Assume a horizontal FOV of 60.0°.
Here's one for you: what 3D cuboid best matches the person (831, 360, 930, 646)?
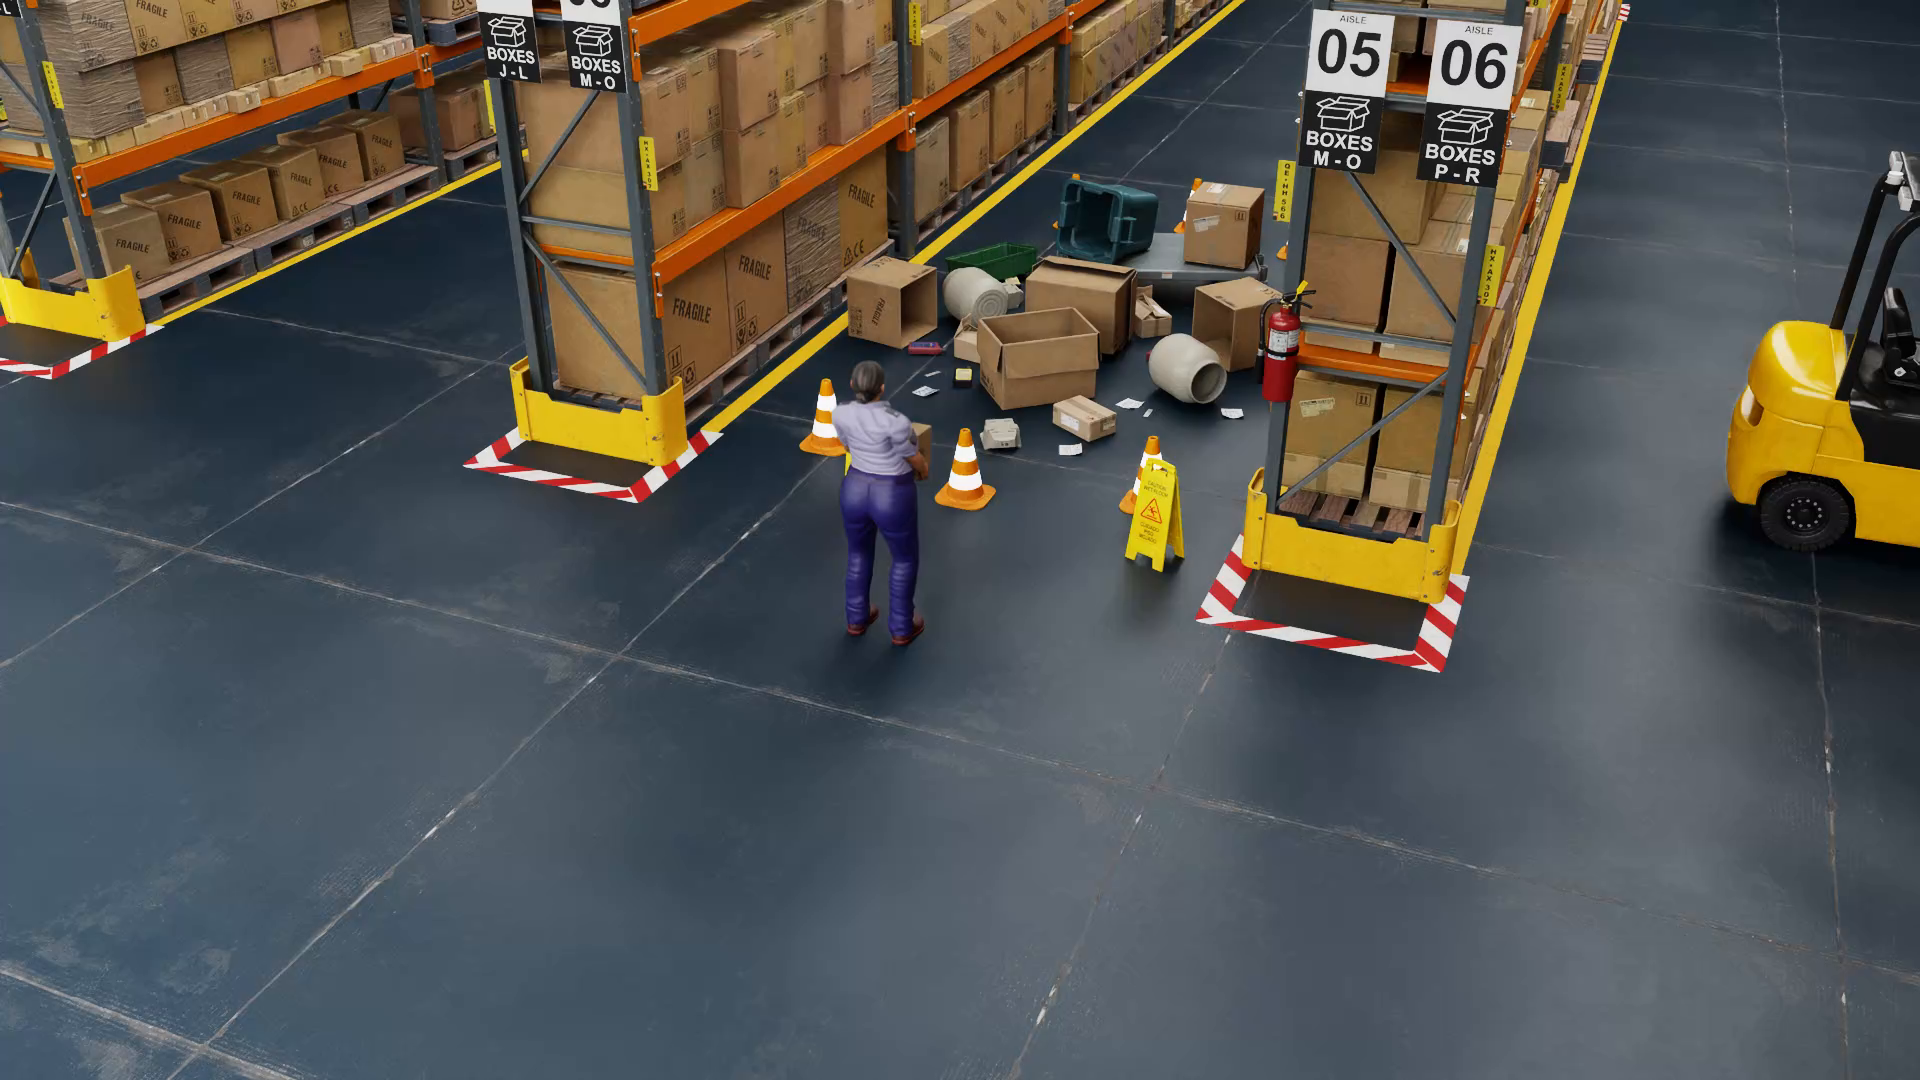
[{"bbox_3d":[-0.397,-0.246,8.847,0.453,1.638,0.515,12,32,20],"label":"person"}]
